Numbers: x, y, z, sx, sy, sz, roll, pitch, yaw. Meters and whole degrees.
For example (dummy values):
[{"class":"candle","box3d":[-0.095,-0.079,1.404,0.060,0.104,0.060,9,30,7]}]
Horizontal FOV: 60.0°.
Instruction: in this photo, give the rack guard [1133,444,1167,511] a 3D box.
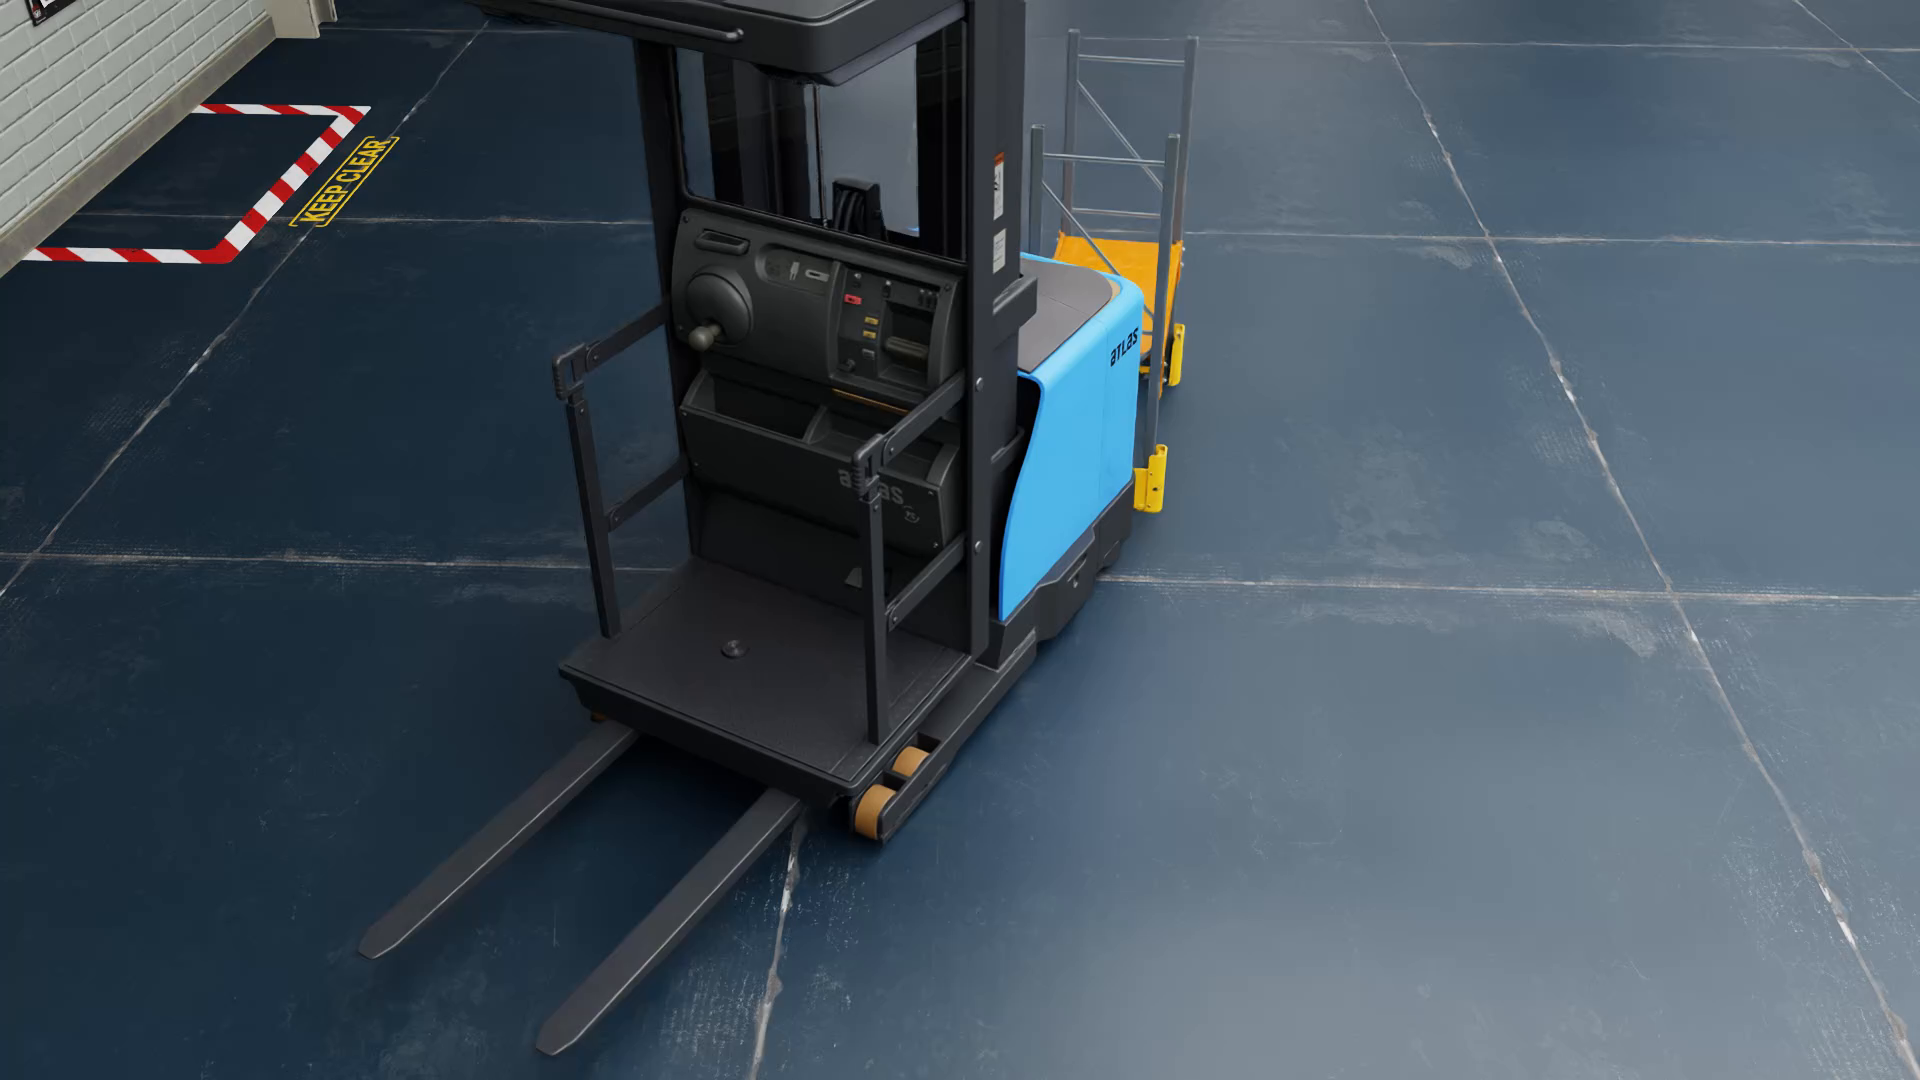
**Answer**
[{"class":"rack guard","box3d":[0.493,-0.264,6.408,0.587,0.250,0.087,6,36,8]}]

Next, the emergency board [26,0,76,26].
[{"class":"emergency board","box3d":[-4.536,-3.225,8.231,0.157,1.169,0.626,1,35,2]}]

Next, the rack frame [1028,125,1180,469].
[{"class":"rack frame","box3d":[0.490,-0.764,6.033,0.500,1.500,0.032,6,36,8]}]

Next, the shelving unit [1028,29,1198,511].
[{"class":"shelving unit","box3d":[0.581,-1.057,6.450,0.587,1.500,1.083,6,36,8]}]

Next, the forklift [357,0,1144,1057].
[{"class":"forklift","box3d":[-0.532,-0.603,4.559,1.130,2.935,3.031,18,39,24]}]

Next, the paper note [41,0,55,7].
[{"class":"paper note","box3d":[-4.594,-2.769,8.348,0.016,0.148,0.142,1,35,2]}]

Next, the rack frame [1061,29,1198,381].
[{"class":"rack frame","box3d":[0.669,-1.340,6.852,0.500,1.500,0.032,6,36,8]}]

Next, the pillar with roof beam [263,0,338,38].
[{"class":"pillar with roof beam","box3d":[-0.079,-7.004,8.390,9.100,9.000,0.400,1,35,2]}]

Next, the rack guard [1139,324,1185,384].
[{"class":"rack guard","box3d":[0.669,-0.828,7.210,0.587,0.250,0.087,6,36,8]}]

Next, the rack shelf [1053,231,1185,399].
[{"class":"rack shelf","box3d":[0.579,-0.905,6.546,0.538,0.185,1.000,6,36,8]}]
